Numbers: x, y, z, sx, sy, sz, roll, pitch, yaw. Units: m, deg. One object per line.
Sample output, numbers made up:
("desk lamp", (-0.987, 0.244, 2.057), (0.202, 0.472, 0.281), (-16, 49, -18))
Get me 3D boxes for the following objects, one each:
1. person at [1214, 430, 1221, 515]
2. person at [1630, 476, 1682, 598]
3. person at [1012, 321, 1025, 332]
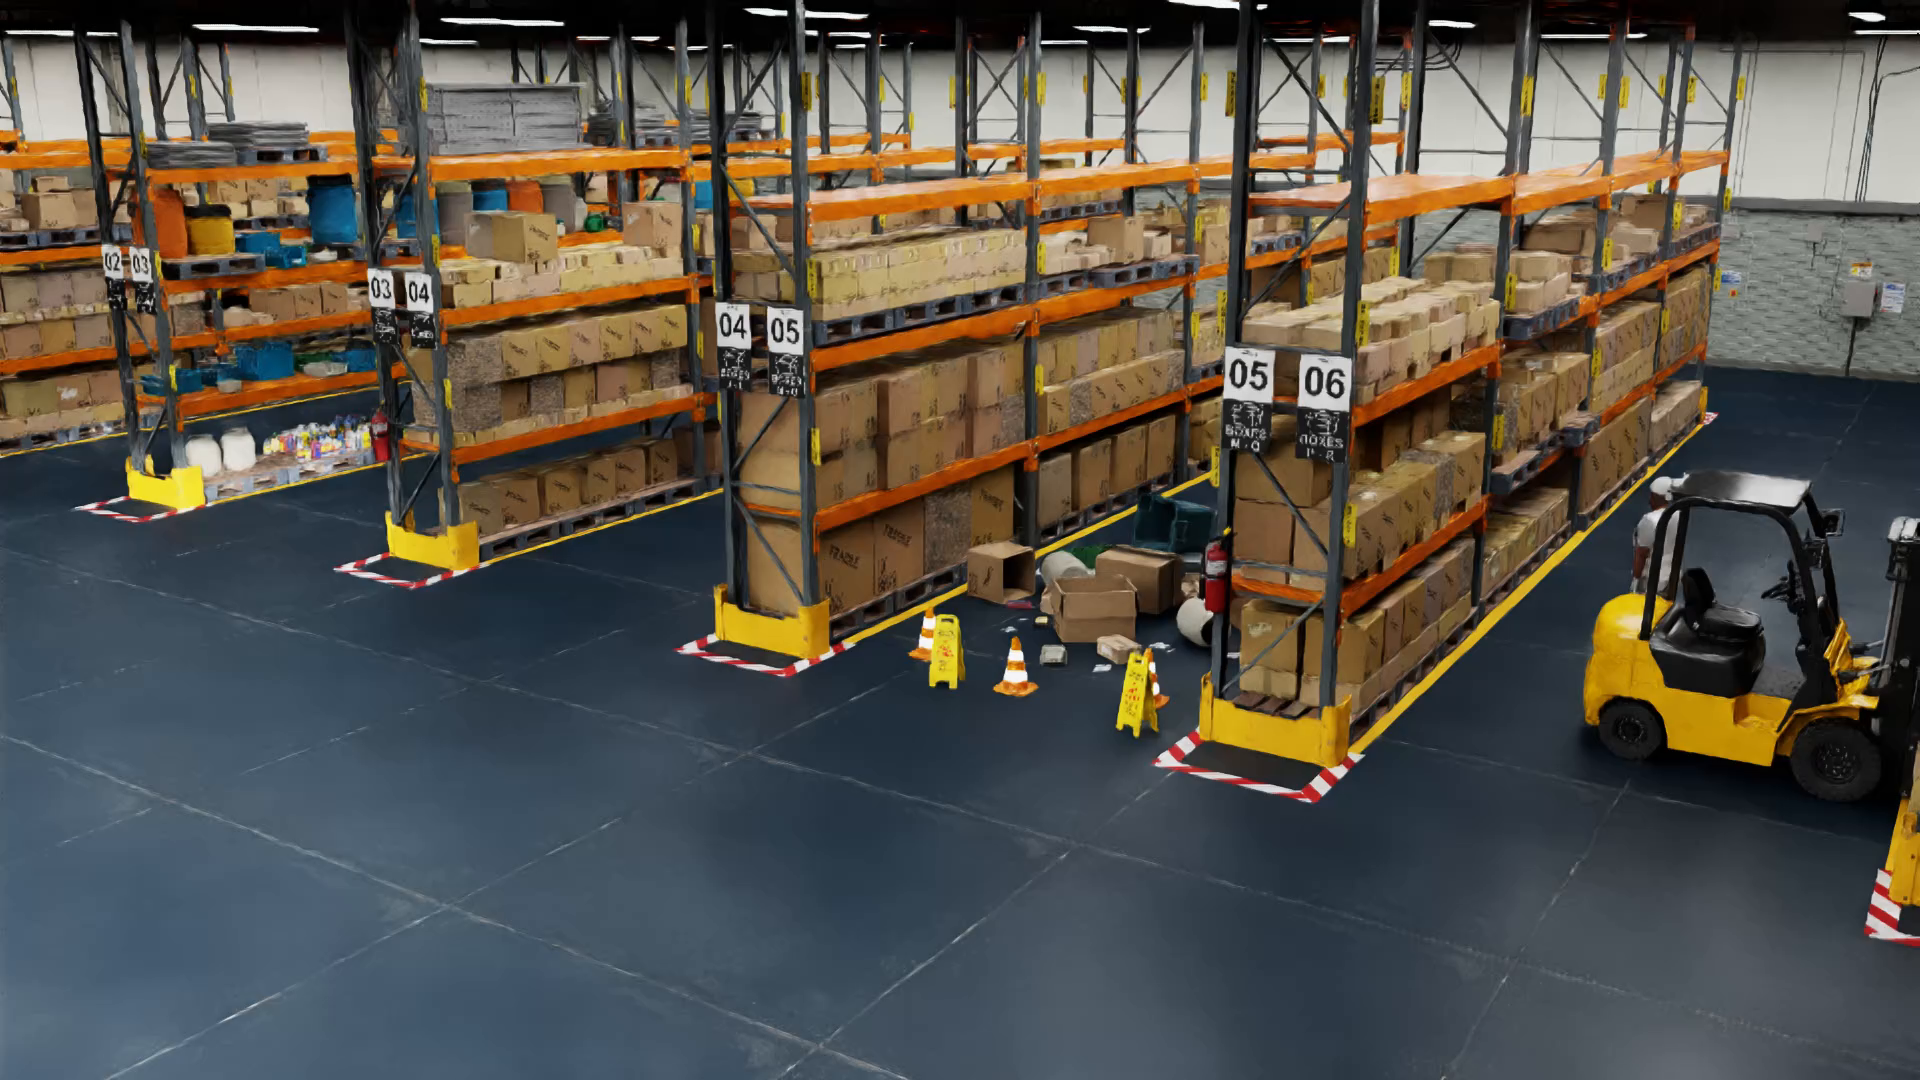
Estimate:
("person", (3.306, -1.134, 20.129), (0.493, 1.675, 0.477), (-8, 17, -25))
("person", (6.099, 0.299, 14.759), (0.618, 1.787, 0.505), (-10, 18, -32))
("person", (0.951, -2.495, 24.964), (0.703, 1.722, 0.835), (12, 19, 36))
